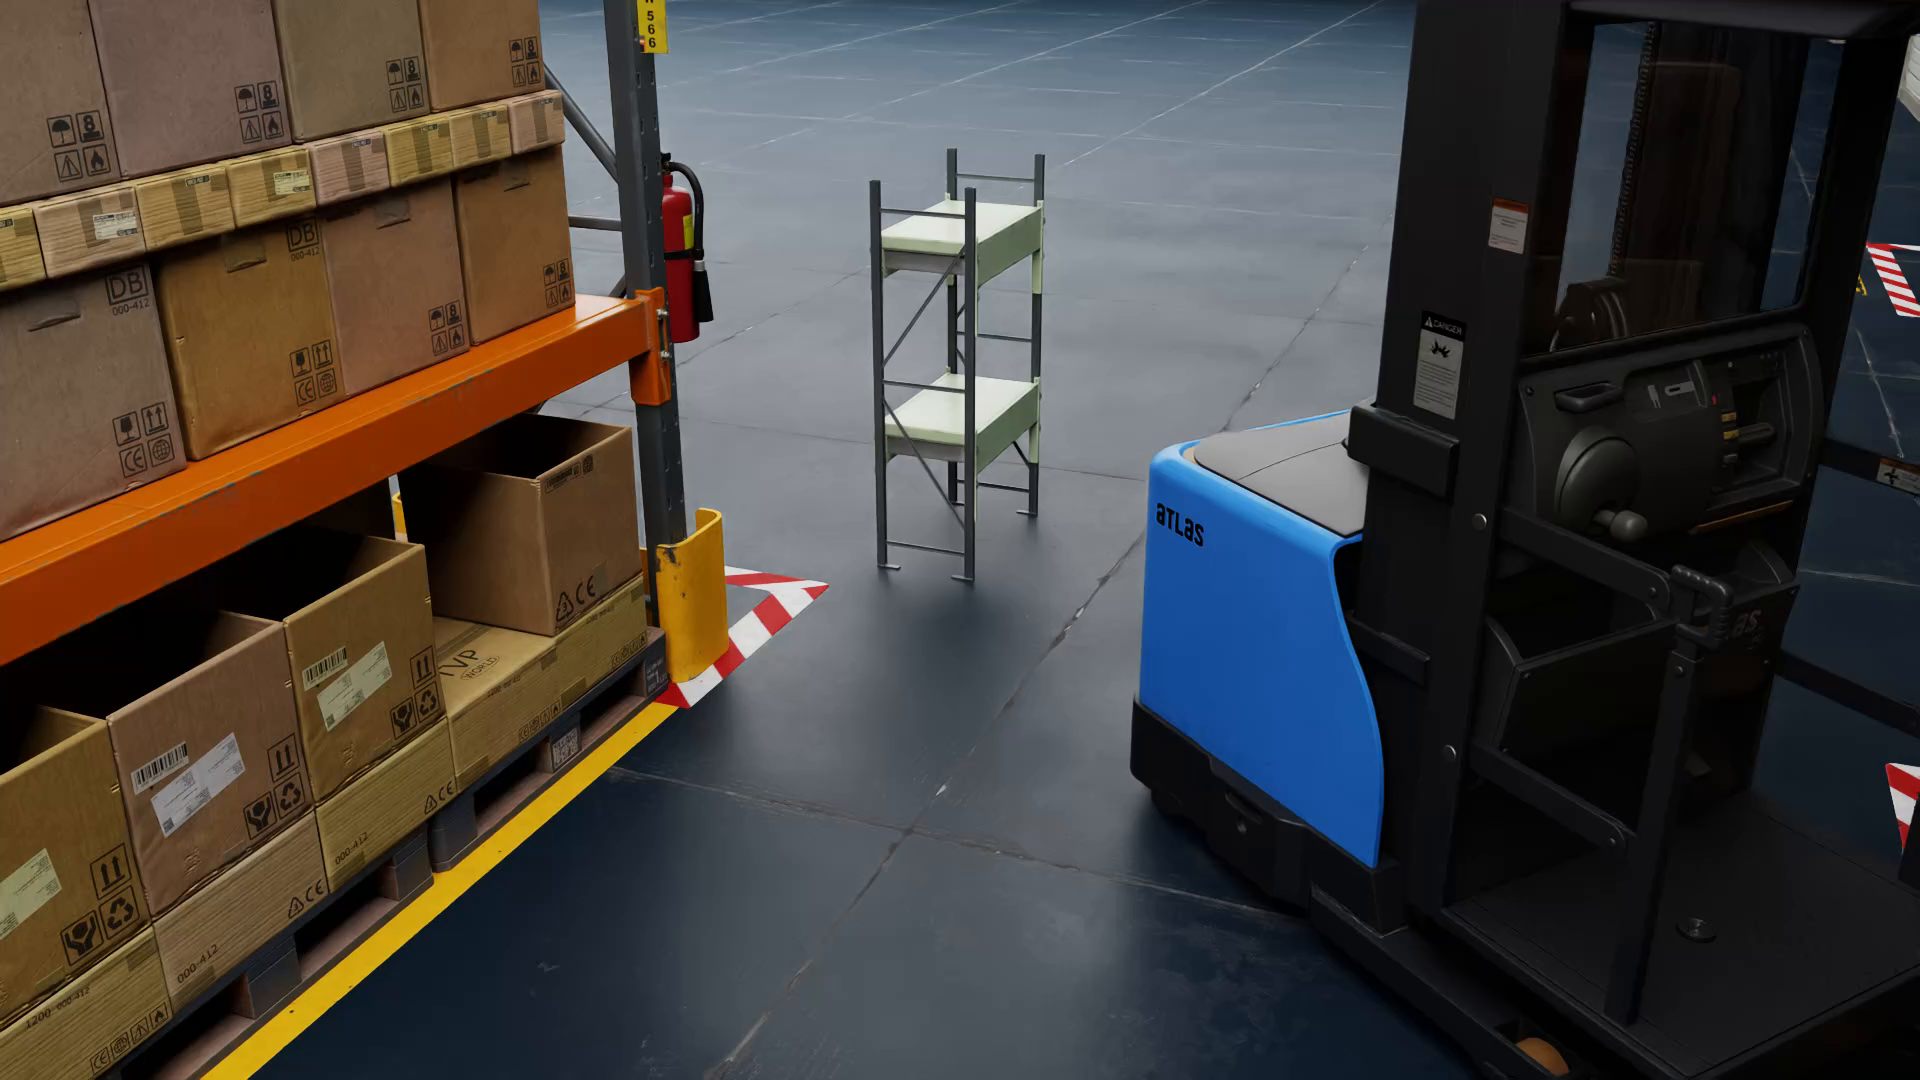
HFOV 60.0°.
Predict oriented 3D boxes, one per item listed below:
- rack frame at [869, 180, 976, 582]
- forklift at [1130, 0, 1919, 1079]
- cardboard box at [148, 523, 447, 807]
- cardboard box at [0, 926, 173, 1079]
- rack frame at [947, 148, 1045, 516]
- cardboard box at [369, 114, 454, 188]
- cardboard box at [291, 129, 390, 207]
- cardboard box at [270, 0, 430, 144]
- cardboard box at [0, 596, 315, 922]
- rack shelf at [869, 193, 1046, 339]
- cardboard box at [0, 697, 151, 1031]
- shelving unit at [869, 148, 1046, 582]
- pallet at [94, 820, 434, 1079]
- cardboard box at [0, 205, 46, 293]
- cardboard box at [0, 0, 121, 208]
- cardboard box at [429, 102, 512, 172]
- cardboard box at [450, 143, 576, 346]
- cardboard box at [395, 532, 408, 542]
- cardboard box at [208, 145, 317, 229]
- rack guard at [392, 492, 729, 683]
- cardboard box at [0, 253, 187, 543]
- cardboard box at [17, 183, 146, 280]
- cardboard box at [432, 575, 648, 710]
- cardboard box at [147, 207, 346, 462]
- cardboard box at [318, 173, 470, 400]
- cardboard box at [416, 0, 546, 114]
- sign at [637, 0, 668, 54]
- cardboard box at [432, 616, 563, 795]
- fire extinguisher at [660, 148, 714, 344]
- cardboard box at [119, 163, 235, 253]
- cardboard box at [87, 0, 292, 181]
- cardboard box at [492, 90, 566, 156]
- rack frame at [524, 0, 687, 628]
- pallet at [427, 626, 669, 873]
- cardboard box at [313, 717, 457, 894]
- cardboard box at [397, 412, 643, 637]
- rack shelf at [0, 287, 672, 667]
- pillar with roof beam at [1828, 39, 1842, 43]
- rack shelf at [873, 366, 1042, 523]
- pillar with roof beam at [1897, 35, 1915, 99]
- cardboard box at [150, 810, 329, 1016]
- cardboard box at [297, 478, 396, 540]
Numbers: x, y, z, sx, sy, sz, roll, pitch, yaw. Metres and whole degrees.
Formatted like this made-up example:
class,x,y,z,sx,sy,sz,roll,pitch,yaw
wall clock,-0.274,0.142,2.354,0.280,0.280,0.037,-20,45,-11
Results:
class,x,y,z,sx,sy,sz,roll,pitch,yaw
rack frame,-0.133,-0.563,6.153,0.400,1.500,0.023,9,24,20
forklift,1.666,-0.211,3.453,1.130,2.935,3.031,-12,26,-27
cardboard box,-1.687,0.292,4.209,0.500,0.500,0.500,9,24,20
cardboard box,-2.057,0.996,3.496,0.500,0.250,0.500,9,24,20
rack frame,0.138,-0.825,6.780,0.400,1.500,0.023,9,24,20
cardboard box,-1.562,-1.027,4.347,0.380,0.149,0.250,8,24,19
cardboard box,-1.657,-0.938,4.132,0.380,0.149,0.250,9,24,21
cardboard box,-1.801,-1.303,4.165,0.700,0.500,0.500,8,24,19
cardboard box,-1.874,0.471,3.781,0.500,0.500,0.500,9,24,20
rack shelf,0.002,-1.055,6.316,0.431,0.370,0.720,9,24,20
cardboard box,-2.058,0.650,3.352,0.500,0.500,0.500,9,24,20
shelving unit,0.002,-0.694,6.467,0.431,1.500,0.755,9,24,20
pallet,-2.106,0.970,4.154,1.003,0.211,1.213,9,24,20
cardboard box,-2.040,-0.569,3.248,0.380,0.149,0.250,9,24,20
cardboard box,-2.174,-0.943,3.303,0.700,0.500,0.500,9,24,20
cardboard box,-1.467,-1.119,4.566,0.380,0.149,0.250,9,24,21
cardboard box,-1.591,-0.912,4.912,0.700,0.500,0.500,9,24,20
cardboard box,-1.812,0.204,5.393,0.500,0.250,0.500,9,24,20
cardboard box,-1.755,-0.844,3.907,0.380,0.149,0.250,10,25,22
rack guard,-1.397,0.113,5.830,1.175,0.500,0.348,9,24,20
cardboard box,-2.164,-0.358,3.585,0.700,0.500,0.500,10,24,22
cardboard box,-1.945,-0.657,3.461,0.380,0.149,0.250,8,24,19
cardboard box,-1.331,0.278,5.216,0.500,0.250,0.500,9,24,20
cardboard box,-1.972,-0.547,4.038,0.700,0.500,0.500,9,24,20
cardboard box,-1.782,-0.724,4.461,0.700,0.500,0.500,9,24,21
cardboard box,-1.611,-1.492,4.617,0.700,0.500,0.500,9,24,20
sign,-0.907,-1.592,4.861,0.100,0.325,0.005,9,24,20
cardboard box,-1.505,0.459,4.783,0.500,0.250,0.500,9,24,20
fire extinguisher,-0.931,-0.971,5.284,0.296,0.674,0.183,9,24,20
cardboard box,-1.851,-0.749,3.681,0.380,0.149,0.250,9,24,22
cardboard box,-1.988,-1.122,3.733,0.700,0.500,0.500,9,24,20
cardboard box,-1.371,-1.213,4.790,0.380,0.149,0.250,8,24,19
rack frame,-1.406,-1.031,5.327,1.000,3.000,0.127,9,24,20
pallet,-1.651,0.535,5.195,1.003,0.211,1.213,9,24,20
cardboard box,-1.690,0.638,4.354,0.500,0.250,0.500,9,24,20
cardboard box,-1.329,-0.068,5.070,0.500,0.500,0.500,9,24,20
rack shelf,-2.149,0.016,3.753,1.077,0.370,4.000,9,24,20
pillar with roof beam,8.656,-11.922,23.617,9.100,9.000,0.400,9,24,20
rack shelf,0.002,-0.394,6.592,0.431,0.370,0.720,9,24,20
pillar with roof beam,6.427,-9.775,18.477,9.100,9.000,0.400,9,24,20
cardboard box,-1.877,0.816,3.926,0.500,0.250,0.500,9,24,20
cardboard box,-1.996,0.037,4.820,0.500,0.500,0.500,9,24,20
